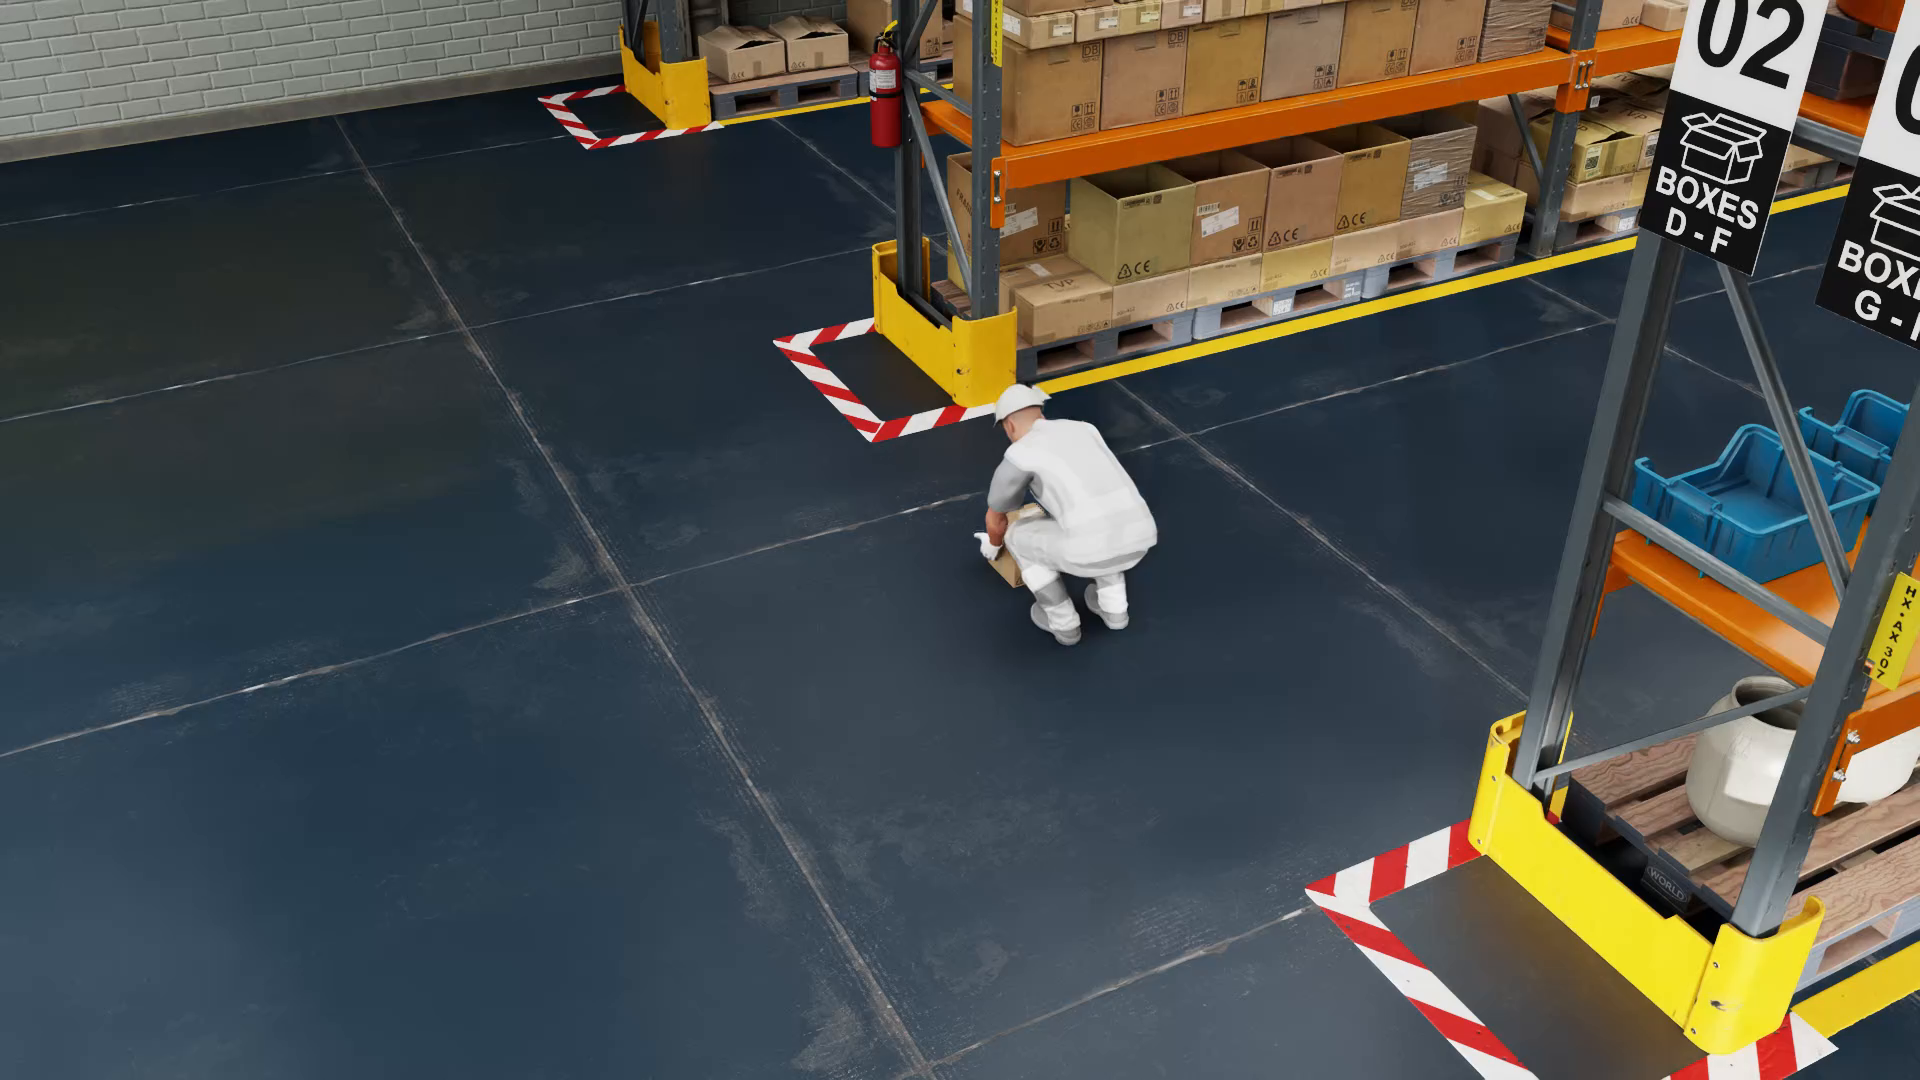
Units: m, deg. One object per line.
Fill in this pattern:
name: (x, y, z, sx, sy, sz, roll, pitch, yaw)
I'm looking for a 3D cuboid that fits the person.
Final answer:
person: (0.441, -0.089, 7.062, 0.574, 0.920, 0.886, -16, 36, -23)
